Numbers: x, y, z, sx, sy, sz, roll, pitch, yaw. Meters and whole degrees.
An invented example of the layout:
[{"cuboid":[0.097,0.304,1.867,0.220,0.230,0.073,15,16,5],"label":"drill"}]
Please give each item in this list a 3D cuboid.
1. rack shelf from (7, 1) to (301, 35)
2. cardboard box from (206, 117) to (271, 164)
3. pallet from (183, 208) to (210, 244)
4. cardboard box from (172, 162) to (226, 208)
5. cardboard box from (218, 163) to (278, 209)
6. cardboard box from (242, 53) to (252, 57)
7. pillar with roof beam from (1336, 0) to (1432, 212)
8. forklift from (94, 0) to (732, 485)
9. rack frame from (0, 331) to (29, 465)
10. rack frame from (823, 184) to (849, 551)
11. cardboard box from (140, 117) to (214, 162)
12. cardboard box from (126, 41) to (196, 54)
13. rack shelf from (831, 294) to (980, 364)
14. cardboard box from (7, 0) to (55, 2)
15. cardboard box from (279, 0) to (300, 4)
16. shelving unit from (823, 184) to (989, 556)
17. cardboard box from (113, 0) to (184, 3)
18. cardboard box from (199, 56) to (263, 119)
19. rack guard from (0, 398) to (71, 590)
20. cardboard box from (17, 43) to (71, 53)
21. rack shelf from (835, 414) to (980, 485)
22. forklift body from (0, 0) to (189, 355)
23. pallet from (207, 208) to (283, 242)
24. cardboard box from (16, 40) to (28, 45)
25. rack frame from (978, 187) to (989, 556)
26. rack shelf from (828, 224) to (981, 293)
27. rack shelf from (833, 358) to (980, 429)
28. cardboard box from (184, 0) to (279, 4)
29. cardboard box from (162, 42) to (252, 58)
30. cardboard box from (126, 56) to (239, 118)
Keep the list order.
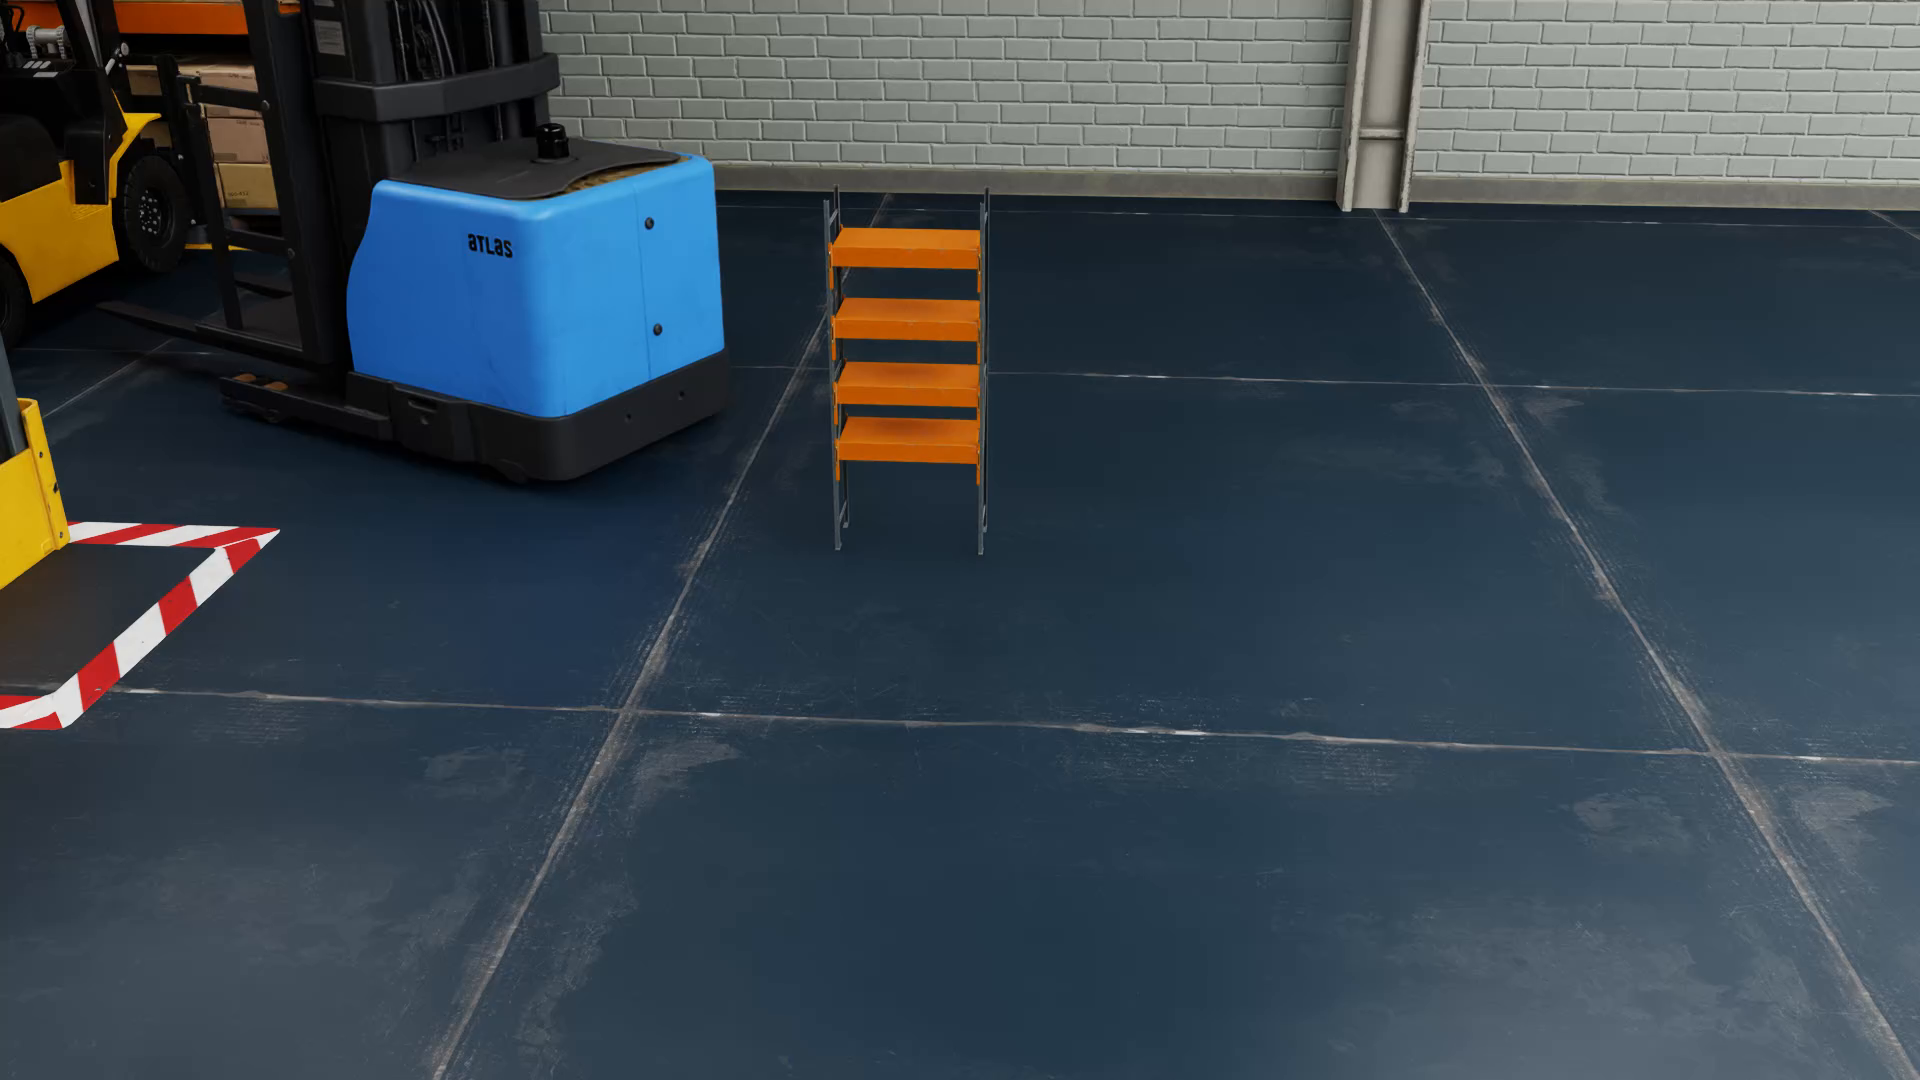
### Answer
[{"cuboid":[-4.827,-2.947,9.426,4.000,0.370,1.077,2,25,4],"label":"rack shelf"},{"cuboid":[-3.842,-2.284,9.315,0.500,0.250,0.500,2,25,3],"label":"cardboard box"},{"cuboid":[-4.812,-1.990,9.822,1.213,0.211,1.003,2,25,4],"label":"pallet"},{"cuboid":[-4.319,-2.074,9.456,0.500,0.250,0.500,2,25,5],"label":"cardboard box"},{"cuboid":[-3.821,-2.054,9.413,0.500,0.250,0.500,2,25,4],"label":"cardboard box"},{"cuboid":[-3.796,-2.714,9.651,0.500,0.250,0.500,2,25,4],"label":"cardboard box"},{"cuboid":[2.195,-4.347,4.431,0.400,9.000,9.100,2,25,4],"label":"pillar with roof beam"},{"cuboid":[-2.456,-1.980,6.547,3.031,2.935,1.130,14,28,28],"label":"forklift"},{"cuboid":[-3.209,-1.141,4.640,0.127,3.000,1.000,2,25,4],"label":"rack frame"},{"cuboid":[-0.408,-0.558,5.528,0.015,1.200,0.240,2,25,4],"label":"rack frame"},{"cuboid":[-4.358,-2.292,9.331,0.500,0.250,0.500,1,25,3],"label":"cardboard box"},{"cuboid":[-4.804,-2.754,9.737,0.500,0.250,0.500,1,25,3],"label":"cardboard box"},{"cuboid":[-0.165,-0.692,5.445,0.480,0.148,0.258,2,25,4],"label":"rack shelf"},{"cuboid":[-4.873,-3.210,9.017,0.500,0.500,0.500,2,25,4],"label":"cardboard box"},{"cuboid":[-3.344,-3.161,8.912,0.500,0.500,0.500,1,25,3],"label":"cardboard box"},{"cuboid":[-0.165,-0.550,5.511,0.503,1.200,0.258,2,25,4],"label":"shelving unit"},{"cuboid":[-4.371,-3.198,8.992,0.500,0.500,0.500,1,25,3],"label":"cardboard box"},{"cuboid":[-3.826,-2.504,9.194,0.500,0.250,0.500,2,25,5],"label":"cardboard box"},{"cuboid":[-3.285,-0.008,5.168,0.348,0.500,1.175,2,25,4],"label":"rack guard"},{"cuboid":[-5.306,-2.767,9.765,0.500,0.250,0.500,2,25,4],"label":"cardboard box"},{"cuboid":[-0.165,-0.309,5.622,0.480,0.148,0.258,2,25,4],"label":"rack shelf"},{"cuboid":[-4.863,-2.124,7.794,1.214,2.155,2.313,2,25,4],"label":"forklift body"},{"cuboid":[-3.599,-1.950,9.735,1.213,0.211,1.003,2,25,4],"label":"pallet"},{"cuboid":[-5.809,-2.788,9.812,0.500,0.250,0.500,1,25,3],"label":"cardboard box"},{"cuboid":[0.078,-0.543,5.494,0.015,1.200,0.240,2,25,4],"label":"rack frame"},{"cuboid":[-0.165,-0.907,5.346,0.480,0.148,0.258,2,25,4],"label":"rack shelf"},{"cuboid":[-0.165,-0.489,5.539,0.480,0.148,0.258,2,25,4],"label":"rack shelf"},{"cuboid":[-3.860,-3.182,8.957,0.500,0.500,0.500,3,25,6],"label":"cardboard box"},{"cuboid":[-4.294,-2.735,9.696,0.500,0.250,0.500,2,25,4],"label":"cardboard box"},{"cuboid":[-4.329,-2.516,9.220,0.500,0.250,0.500,2,25,5],"label":"cardboard box"}]
